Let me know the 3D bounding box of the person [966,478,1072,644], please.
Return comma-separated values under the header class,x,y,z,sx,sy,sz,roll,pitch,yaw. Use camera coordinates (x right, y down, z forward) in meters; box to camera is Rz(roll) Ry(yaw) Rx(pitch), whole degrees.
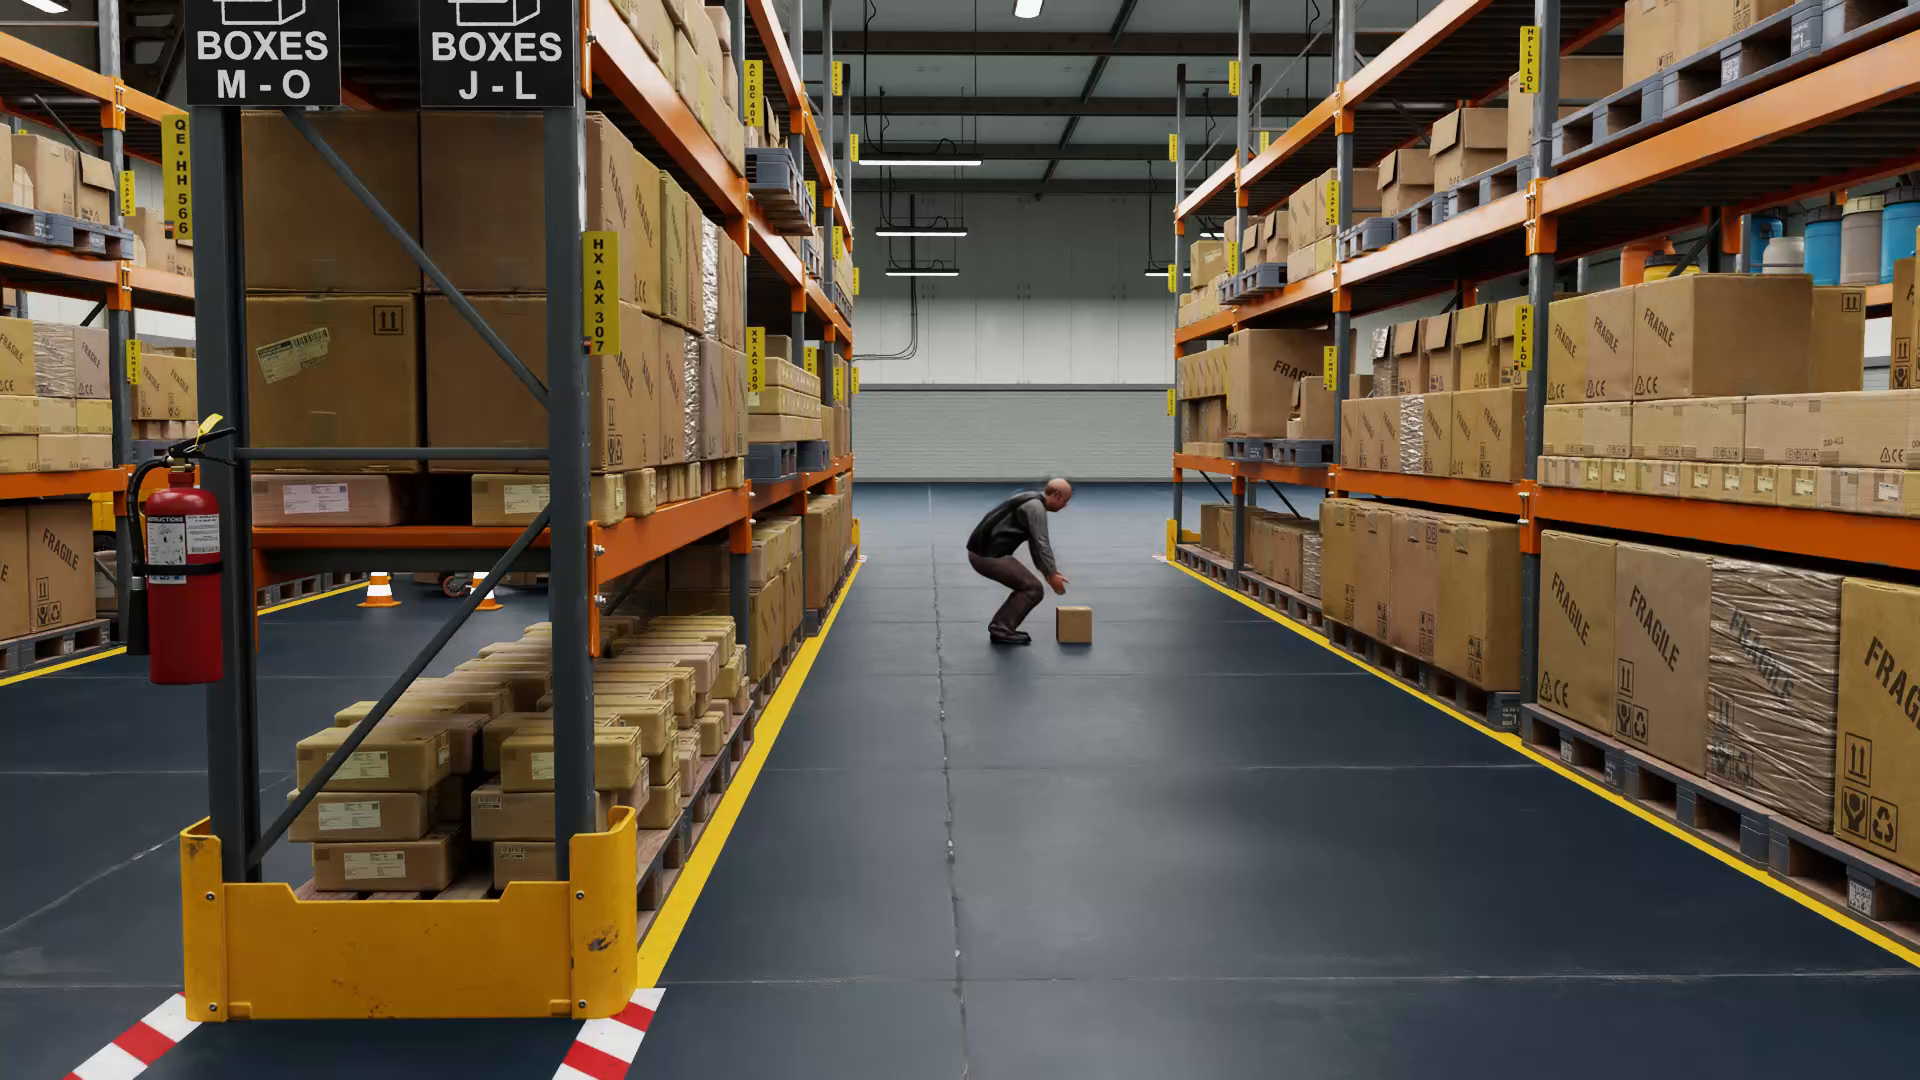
class,x,y,z,sx,sy,sz,roll,pitch,yaw
person,0.442,0.148,12.494,0.795,1.226,0.582,0,4,-1
